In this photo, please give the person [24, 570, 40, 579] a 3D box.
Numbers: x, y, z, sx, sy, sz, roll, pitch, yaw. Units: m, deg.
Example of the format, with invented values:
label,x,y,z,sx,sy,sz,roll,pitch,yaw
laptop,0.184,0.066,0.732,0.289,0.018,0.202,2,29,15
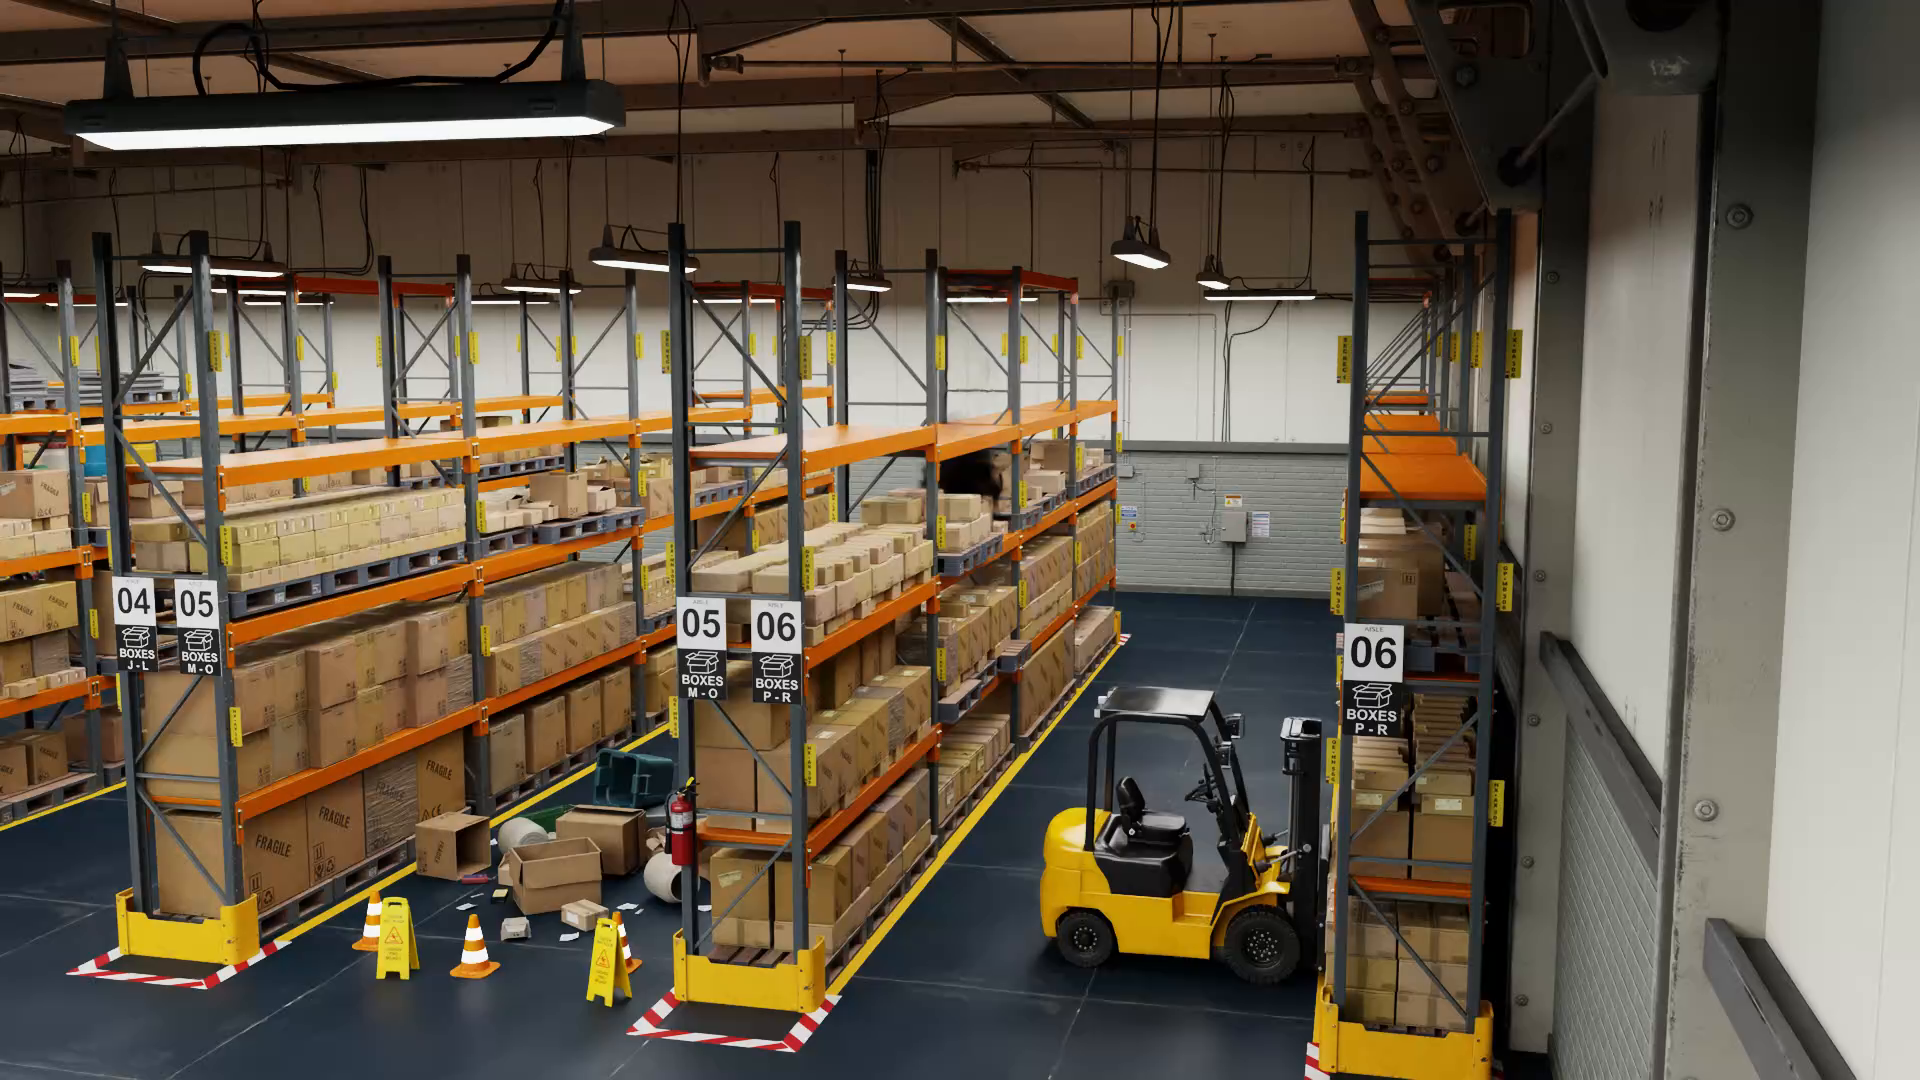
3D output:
label,x,y,z,sx,sy,sz,roll,pitch,yaw
person,-15.717,0.910,27.851,0.648,1.737,0.595,0,7,2
